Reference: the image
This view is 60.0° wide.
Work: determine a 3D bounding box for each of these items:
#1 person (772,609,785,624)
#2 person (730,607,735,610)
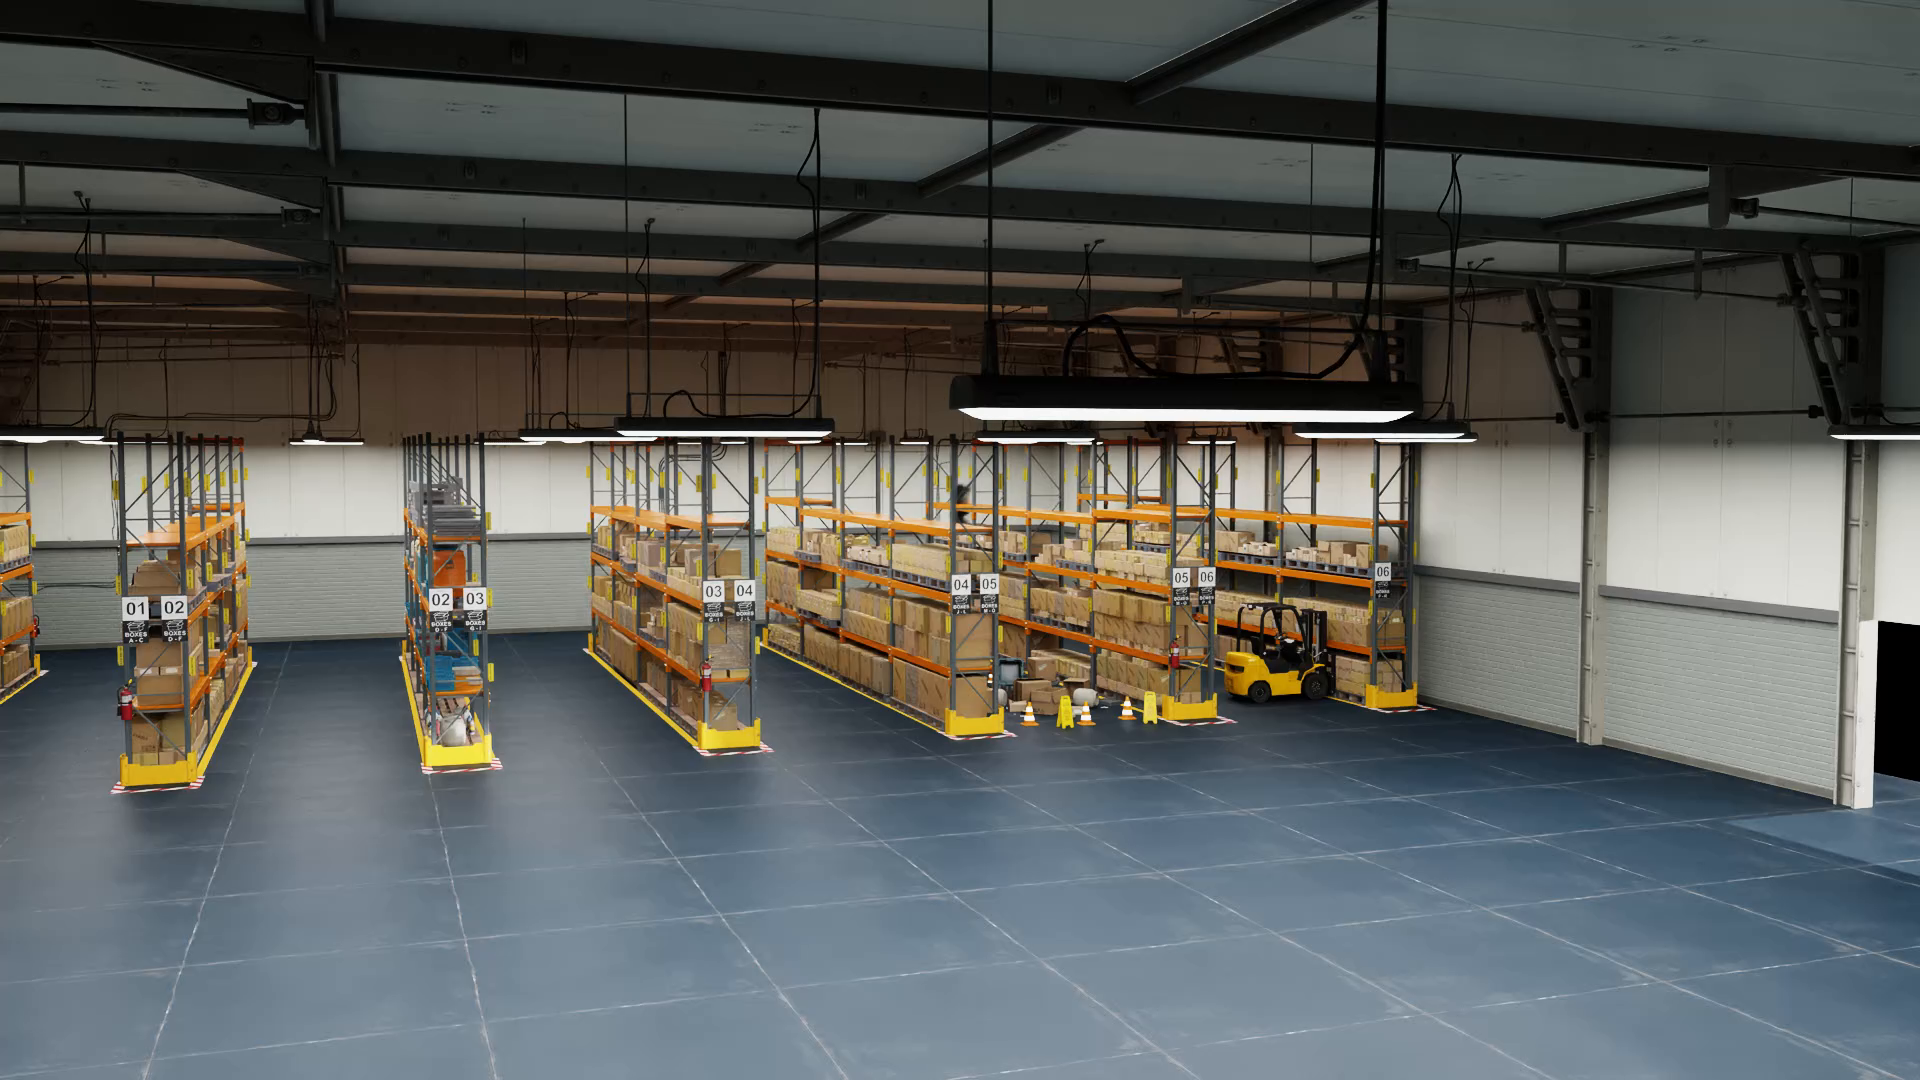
[{"bbox_3d":[-5.425,2.183,49.825,0.474,1.560,0.572,-3,4,-44],"label":"person"},{"bbox_3d":[-6.678,2.163,48.347,0.695,1.791,0.742,0,3,-9],"label":"person"}]
